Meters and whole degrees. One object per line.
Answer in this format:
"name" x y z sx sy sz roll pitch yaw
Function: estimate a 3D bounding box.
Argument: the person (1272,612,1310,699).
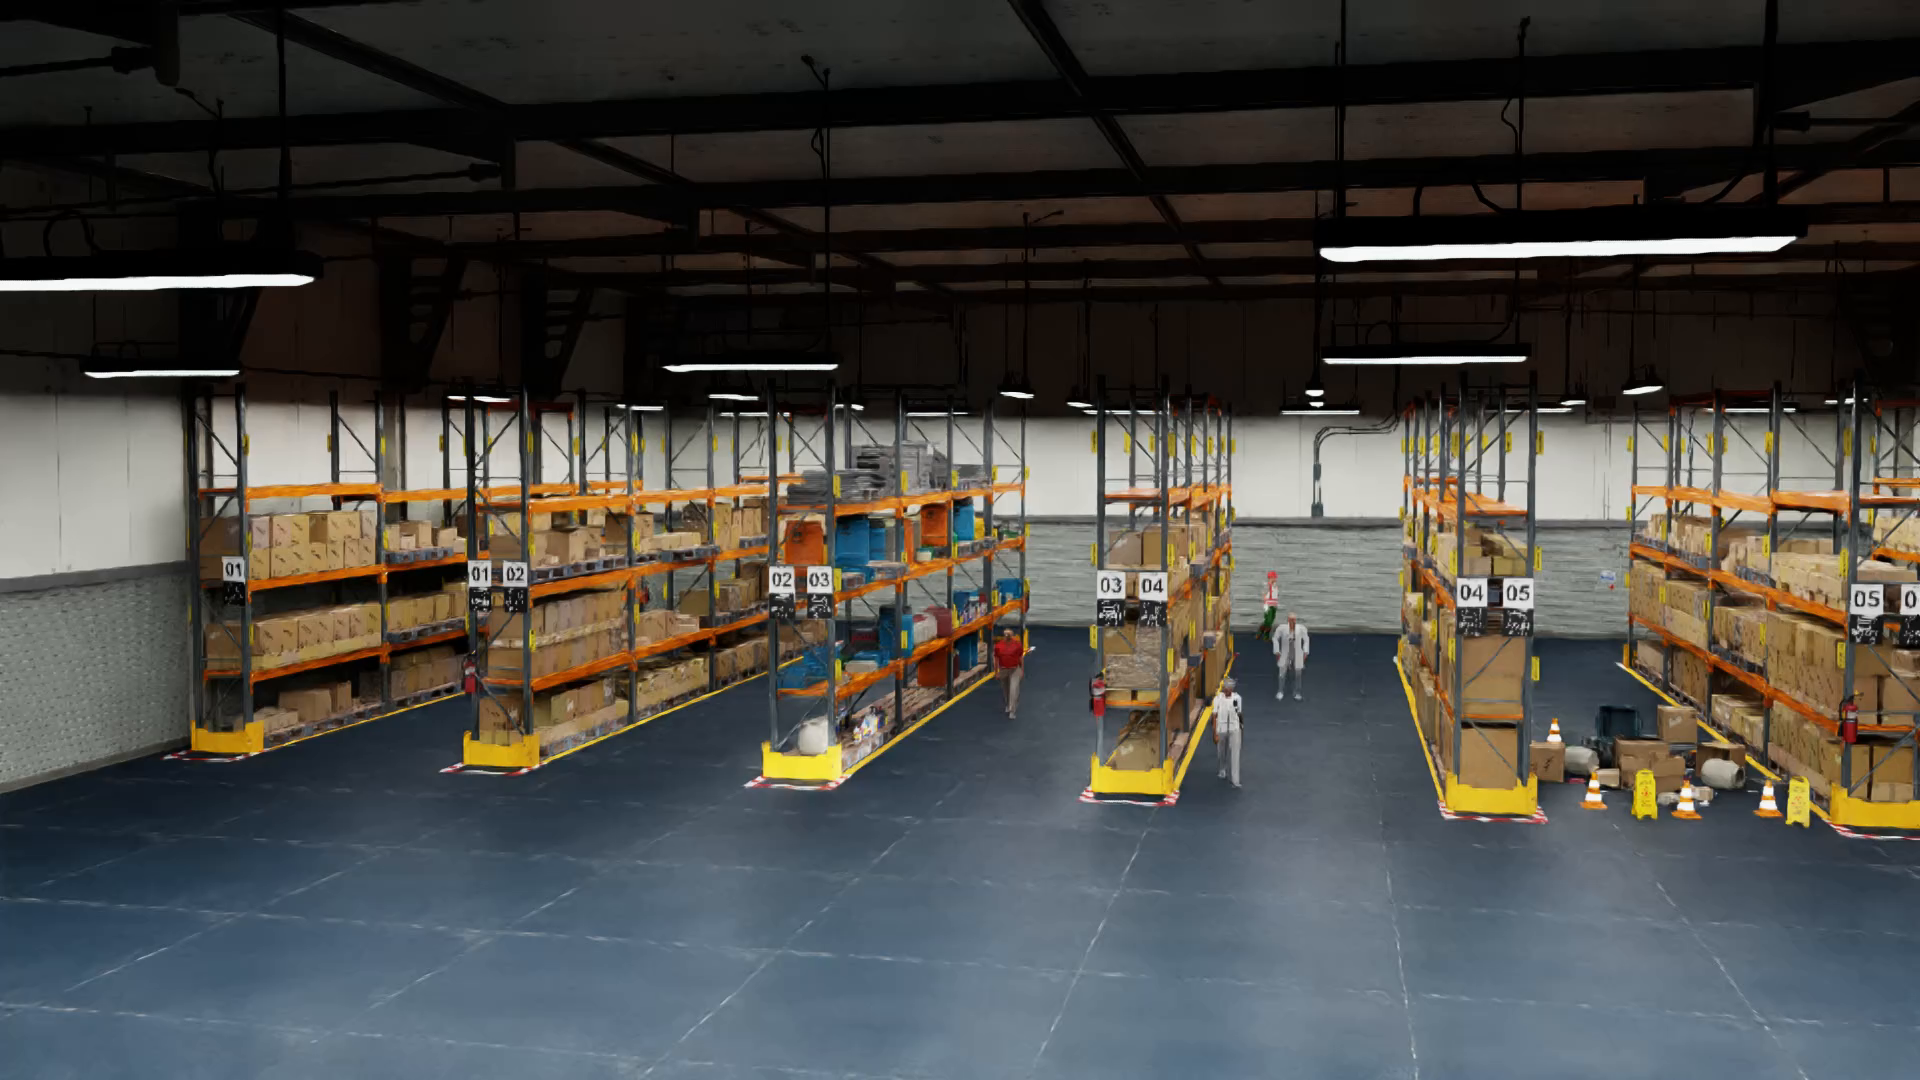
"person" 6.502 2.366 32.699 0.729 1.545 0.546 1 3 11

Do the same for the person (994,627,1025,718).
"person" 0.885 2.413 30.597 0.542 1.645 1.126 1 3 15

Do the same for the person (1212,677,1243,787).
"person" 3.939 2.787 24.482 0.455 1.588 1.089 1 3 10

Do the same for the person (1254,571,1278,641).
"person" 7.810 1.683 42.301 0.704 1.780 0.460 -3 5 -44
